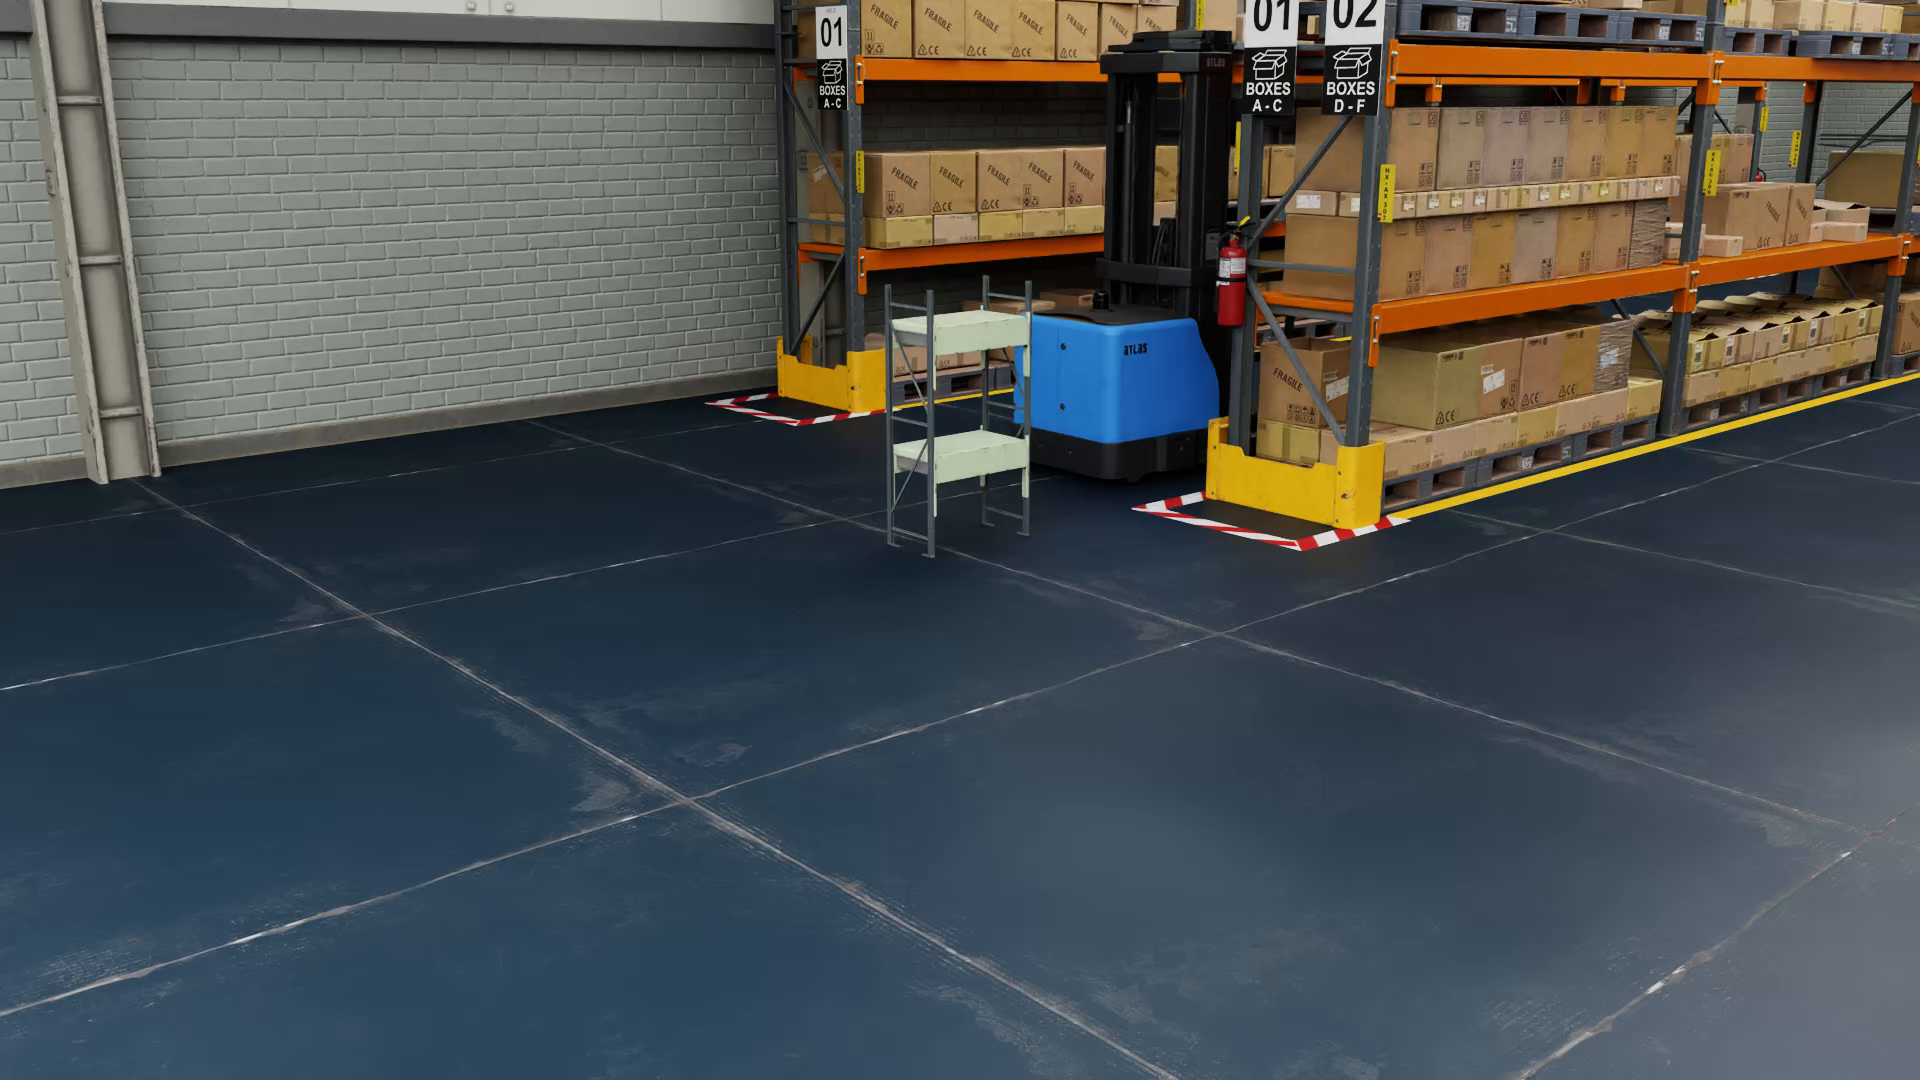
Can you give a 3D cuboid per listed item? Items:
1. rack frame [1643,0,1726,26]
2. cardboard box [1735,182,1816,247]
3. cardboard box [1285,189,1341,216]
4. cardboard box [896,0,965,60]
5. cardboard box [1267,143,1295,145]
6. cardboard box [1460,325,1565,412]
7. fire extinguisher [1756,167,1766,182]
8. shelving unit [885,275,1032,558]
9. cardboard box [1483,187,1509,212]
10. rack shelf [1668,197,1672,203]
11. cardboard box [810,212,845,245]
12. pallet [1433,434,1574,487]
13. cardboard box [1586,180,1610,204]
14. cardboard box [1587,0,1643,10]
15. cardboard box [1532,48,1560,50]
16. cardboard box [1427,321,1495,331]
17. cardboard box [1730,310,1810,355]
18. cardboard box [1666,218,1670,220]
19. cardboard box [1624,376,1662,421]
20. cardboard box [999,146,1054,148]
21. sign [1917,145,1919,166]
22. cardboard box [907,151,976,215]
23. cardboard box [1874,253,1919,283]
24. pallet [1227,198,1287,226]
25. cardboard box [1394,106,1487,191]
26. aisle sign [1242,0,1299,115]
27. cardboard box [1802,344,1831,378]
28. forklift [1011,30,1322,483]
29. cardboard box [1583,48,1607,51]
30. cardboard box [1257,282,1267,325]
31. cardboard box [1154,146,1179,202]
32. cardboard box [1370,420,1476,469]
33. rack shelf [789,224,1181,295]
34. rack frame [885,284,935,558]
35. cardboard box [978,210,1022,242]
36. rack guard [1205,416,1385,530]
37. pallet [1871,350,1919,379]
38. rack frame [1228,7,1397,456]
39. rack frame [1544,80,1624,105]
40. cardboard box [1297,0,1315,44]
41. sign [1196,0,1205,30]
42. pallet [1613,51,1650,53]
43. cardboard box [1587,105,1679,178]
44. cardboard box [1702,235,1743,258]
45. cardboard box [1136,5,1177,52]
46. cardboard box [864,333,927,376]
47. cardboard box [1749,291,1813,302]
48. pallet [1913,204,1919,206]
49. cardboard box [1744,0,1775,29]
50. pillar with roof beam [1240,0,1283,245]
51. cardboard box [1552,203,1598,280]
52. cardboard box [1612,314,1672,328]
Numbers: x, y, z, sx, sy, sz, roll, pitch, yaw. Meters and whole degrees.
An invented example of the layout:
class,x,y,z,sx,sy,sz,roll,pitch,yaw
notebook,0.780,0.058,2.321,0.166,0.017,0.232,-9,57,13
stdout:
class,x,y,z,sx,sy,sz,roll,pitch,yaw
rack frame,5.118,-5.228,11.885,0.127,3.000,1.000,-13,19,-39
cardboard box,6.880,-2.768,14.107,0.500,0.500,0.500,-14,20,-42
cardboard box,2.264,-2.116,10.407,0.250,0.149,0.380,-13,20,-40
cardboard box,-0.309,-4.215,13.672,0.500,0.500,0.500,-11,19,-36
cardboard box,3.608,-3.935,17.623,0.500,0.500,0.700,-13,19,-39
cardboard box,3.784,-1.190,11.454,0.500,0.500,0.500,-13,19,-39
fire extinguisher,11.333,-5.044,23.695,0.183,0.674,0.296,-13,19,-39
shelving unit,-0.005,-0.723,9.552,0.755,1.500,0.431,-13,19,-39
cardboard box,3.316,-2.214,10.774,0.250,0.149,0.380,-14,20,-41
rack shelf,9.407,-4.640,22.702,4.000,0.370,1.077,-13,19,-39
cardboard box,-0.929,-2.670,14.185,0.500,0.250,0.500,-12,19,-39
pallet,3.570,-0.648,11.767,1.213,0.211,1.003,-13,19,-39
cardboard box,4.285,-2.432,11.590,0.250,0.149,0.380,-13,20,-40
cardboard box,4.387,-3.670,11.268,0.250,0.149,0.380,-13,19,-39
cardboard box,6.785,-6.124,20.006,0.500,0.500,0.700,-13,20,-40
cardboard box,3.432,-1.294,11.844,0.500,0.500,0.500,-13,19,-39
cardboard box,6.752,-1.757,13.944,0.500,0.311,0.500,-12,19,-38
cardboard box,9.846,-4.429,23.290,0.250,0.149,0.380,-12,19,-39
cardboard box,4.912,-1.083,12.507,0.500,0.250,0.500,-13,19,-39
cardboard box,0.599,-3.384,15.404,0.500,0.500,0.500,-12,19,-38
sign,8.502,-3.459,14.644,0.005,0.325,0.100,-13,19,-39
cardboard box,-0.217,-3.019,14.040,0.500,0.500,0.500,-13,19,-39
cardboard box,9.496,-2.763,16.820,0.500,0.250,0.500,-13,20,-40
pallet,2.535,-3.302,16.671,1.213,0.211,1.003,-13,19,-39
cardboard box,2.894,-2.503,10.600,0.500,0.500,0.700,-13,20,-41
aisle sign,1.858,-2.954,9.959,0.004,0.787,0.394,-13,19,-39
cardboard box,7.131,-1.573,14.339,0.500,0.250,0.500,-12,19,-38
forklift,1.821,-2.084,11.873,3.031,2.935,1.130,-12,19,-38
cardboard box,8.261,-6.438,21.511,0.500,0.250,0.500,-12,19,-39
cardboard box,2.765,-2.524,17.376,0.500,0.500,0.700,-13,20,-40
cardboard box,1.710,-3.453,15.662,0.500,0.500,0.500,-13,20,-39
cardboard box,3.026,-0.659,10.921,0.500,0.250,0.500,-13,19,-39
rack shelf,0.355,-2.607,15.092,4.000,0.370,1.077,-13,19,-39
rack frame,-0.281,-0.661,9.320,0.023,1.500,0.400,-13,19,-39
cardboard box,0.193,-2.750,14.484,0.500,0.250,0.500,-13,20,-40
rack guard,2.082,-0.440,10.430,0.348,0.500,1.175,-13,19,-39
pallet,8.724,-1.779,16.002,1.213,0.211,1.003,-13,19,-39
rack frame,2.100,-1.652,10.122,0.127,3.000,1.000,-13,19,-39
rack frame,7.898,-4.649,21.341,0.127,3.000,1.000,-13,19,-39
cardboard box,3.259,-5.280,16.884,0.500,0.500,0.500,-14,20,-41
sign,2.225,-4.888,15.423,0.005,0.325,0.100,-13,19,-39
pallet,8.522,-6.192,21.476,1.213,0.211,1.003,-13,19,-39
cardboard box,4.787,-2.928,12.193,0.500,0.500,0.700,-13,19,-39
cardboard box,5.921,-2.319,13.105,0.250,0.149,0.380,-13,19,-39
cardboard box,1.643,-4.666,15.363,0.500,0.500,0.500,-12,19,-38
cardboard box,-0.573,-1.629,14.394,0.500,0.311,0.500,13,20,41
cardboard box,7.548,-2.121,15.306,0.500,0.311,0.500,-12,19,-38
pallet,9.599,-3.245,16.458,1.213,0.211,1.003,-13,19,-39
cardboard box,6.002,-4.105,12.971,0.500,0.250,0.500,14,20,42
pillar with roof beam,6.158,-5.980,14.698,0.400,9.000,9.100,-13,19,-39
cardboard box,4.013,-2.127,11.706,0.500,0.500,0.700,-12,19,-39
cardboard box,5.624,-1.689,13.688,0.500,0.311,0.500,-12,19,-38
